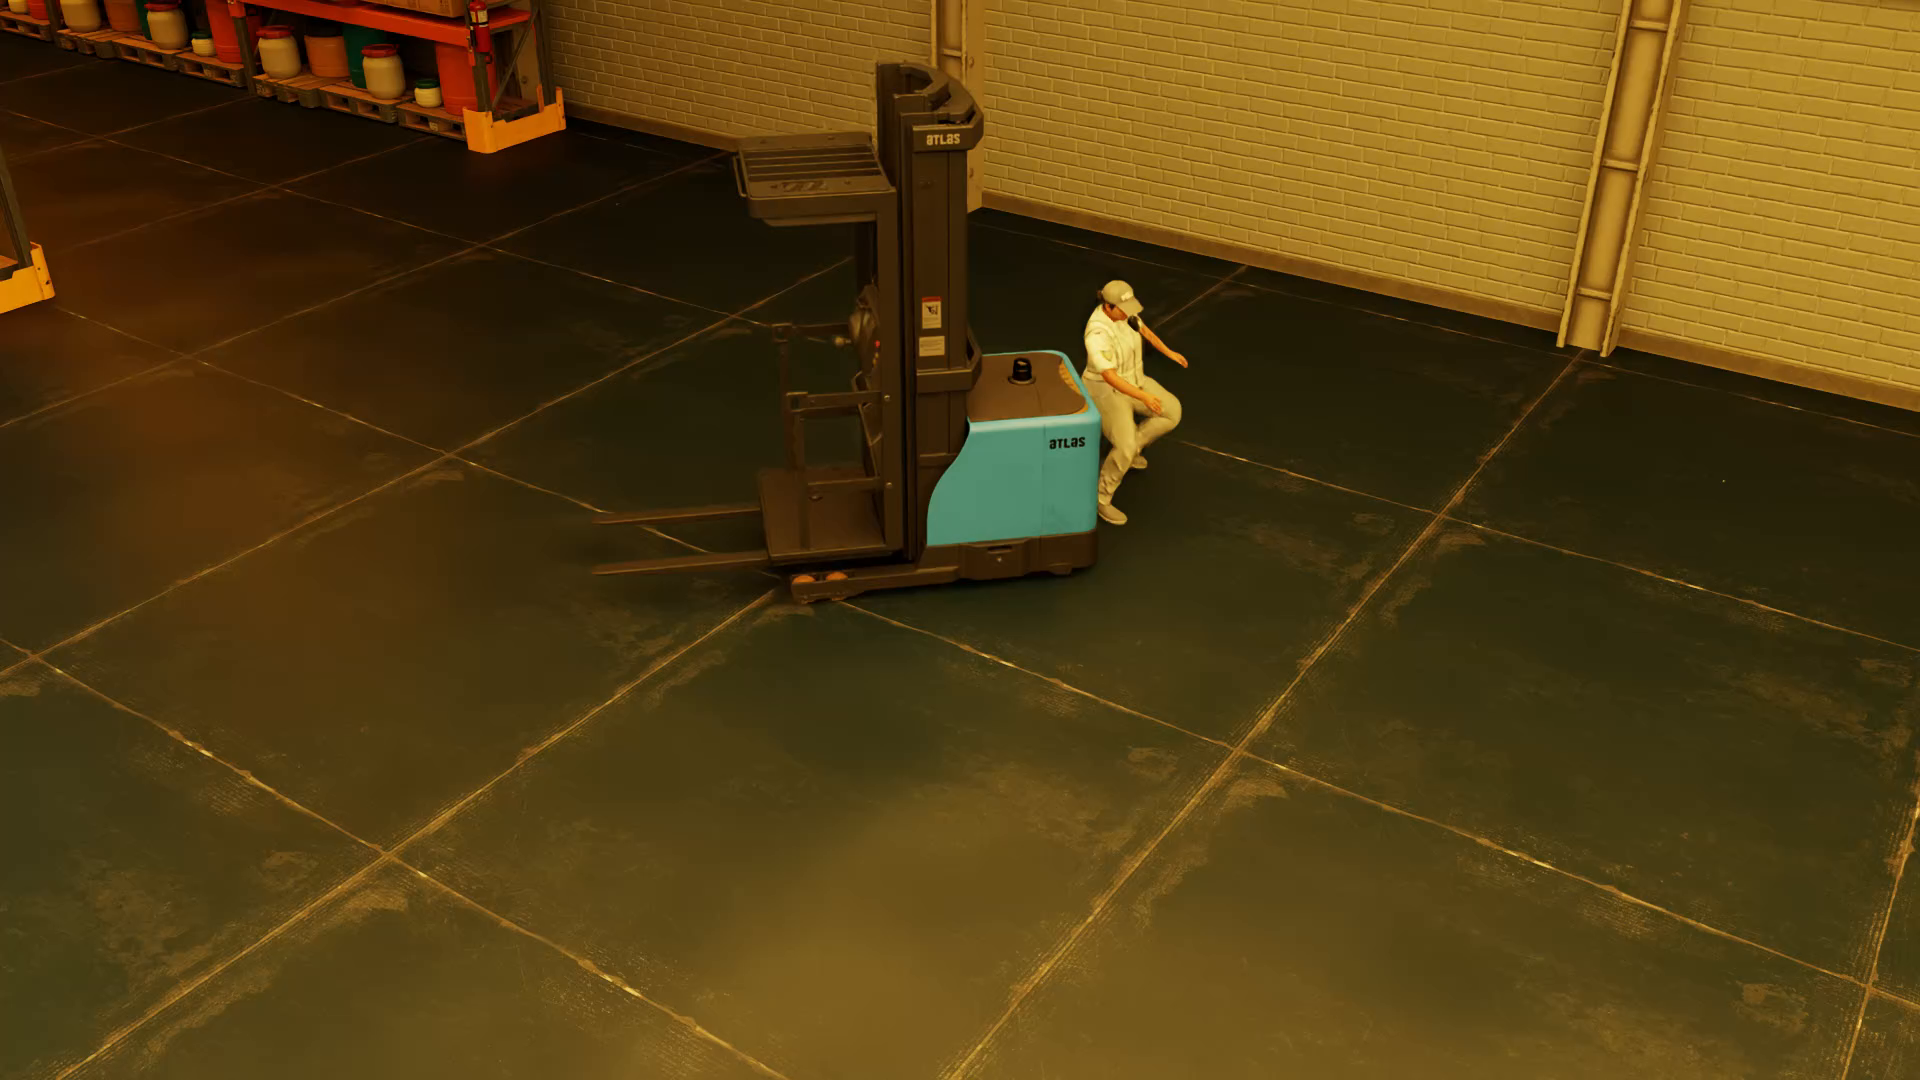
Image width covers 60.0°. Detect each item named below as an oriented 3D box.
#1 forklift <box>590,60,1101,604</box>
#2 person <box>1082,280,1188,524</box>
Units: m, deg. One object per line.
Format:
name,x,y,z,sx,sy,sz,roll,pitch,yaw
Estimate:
forklift,-0.729,-1.176,9.607,3.031,2.935,1.130,-5,31,-9
person,1.111,-0.945,10.659,0.702,1.483,0.813,19,35,29
